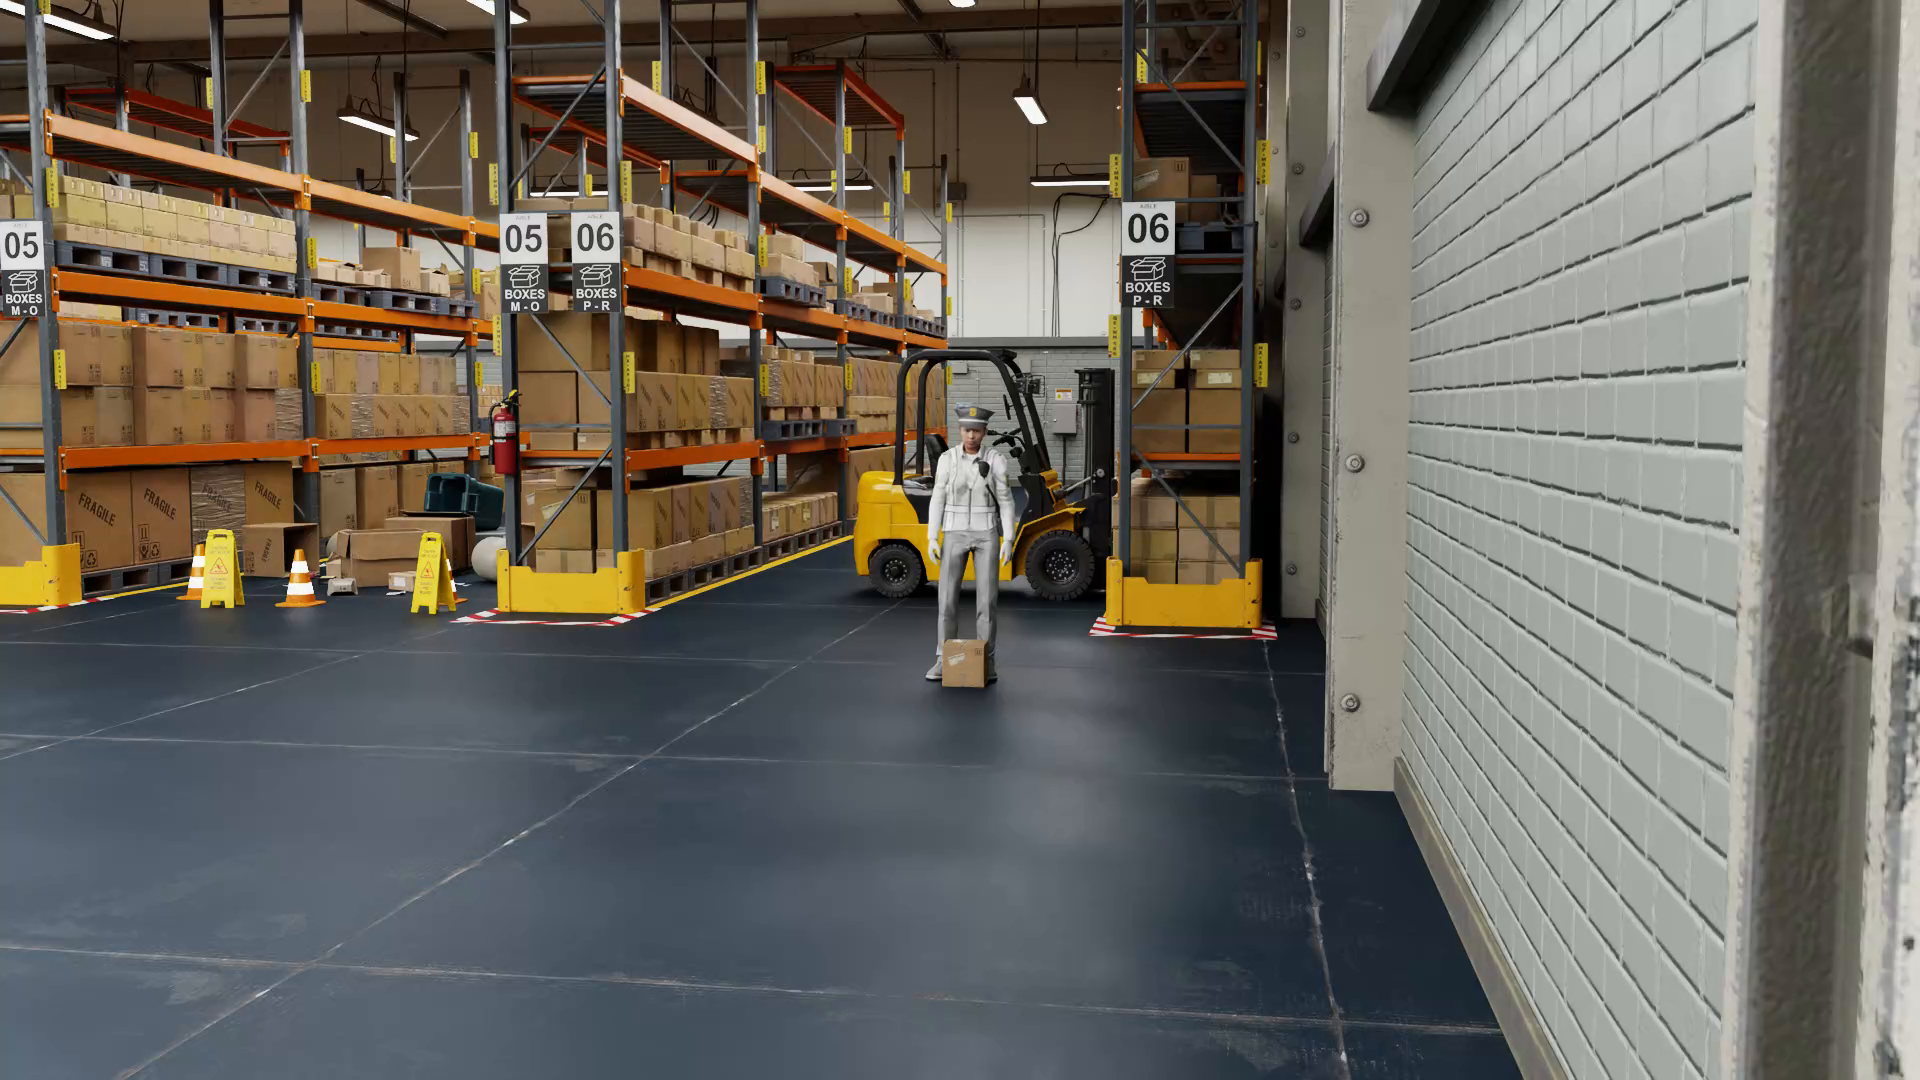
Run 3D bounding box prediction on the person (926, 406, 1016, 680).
[{"bbox_3d":[0.070,0.016,10.168,0.542,1.665,0.373,1,5,7],"label":"person"}]
